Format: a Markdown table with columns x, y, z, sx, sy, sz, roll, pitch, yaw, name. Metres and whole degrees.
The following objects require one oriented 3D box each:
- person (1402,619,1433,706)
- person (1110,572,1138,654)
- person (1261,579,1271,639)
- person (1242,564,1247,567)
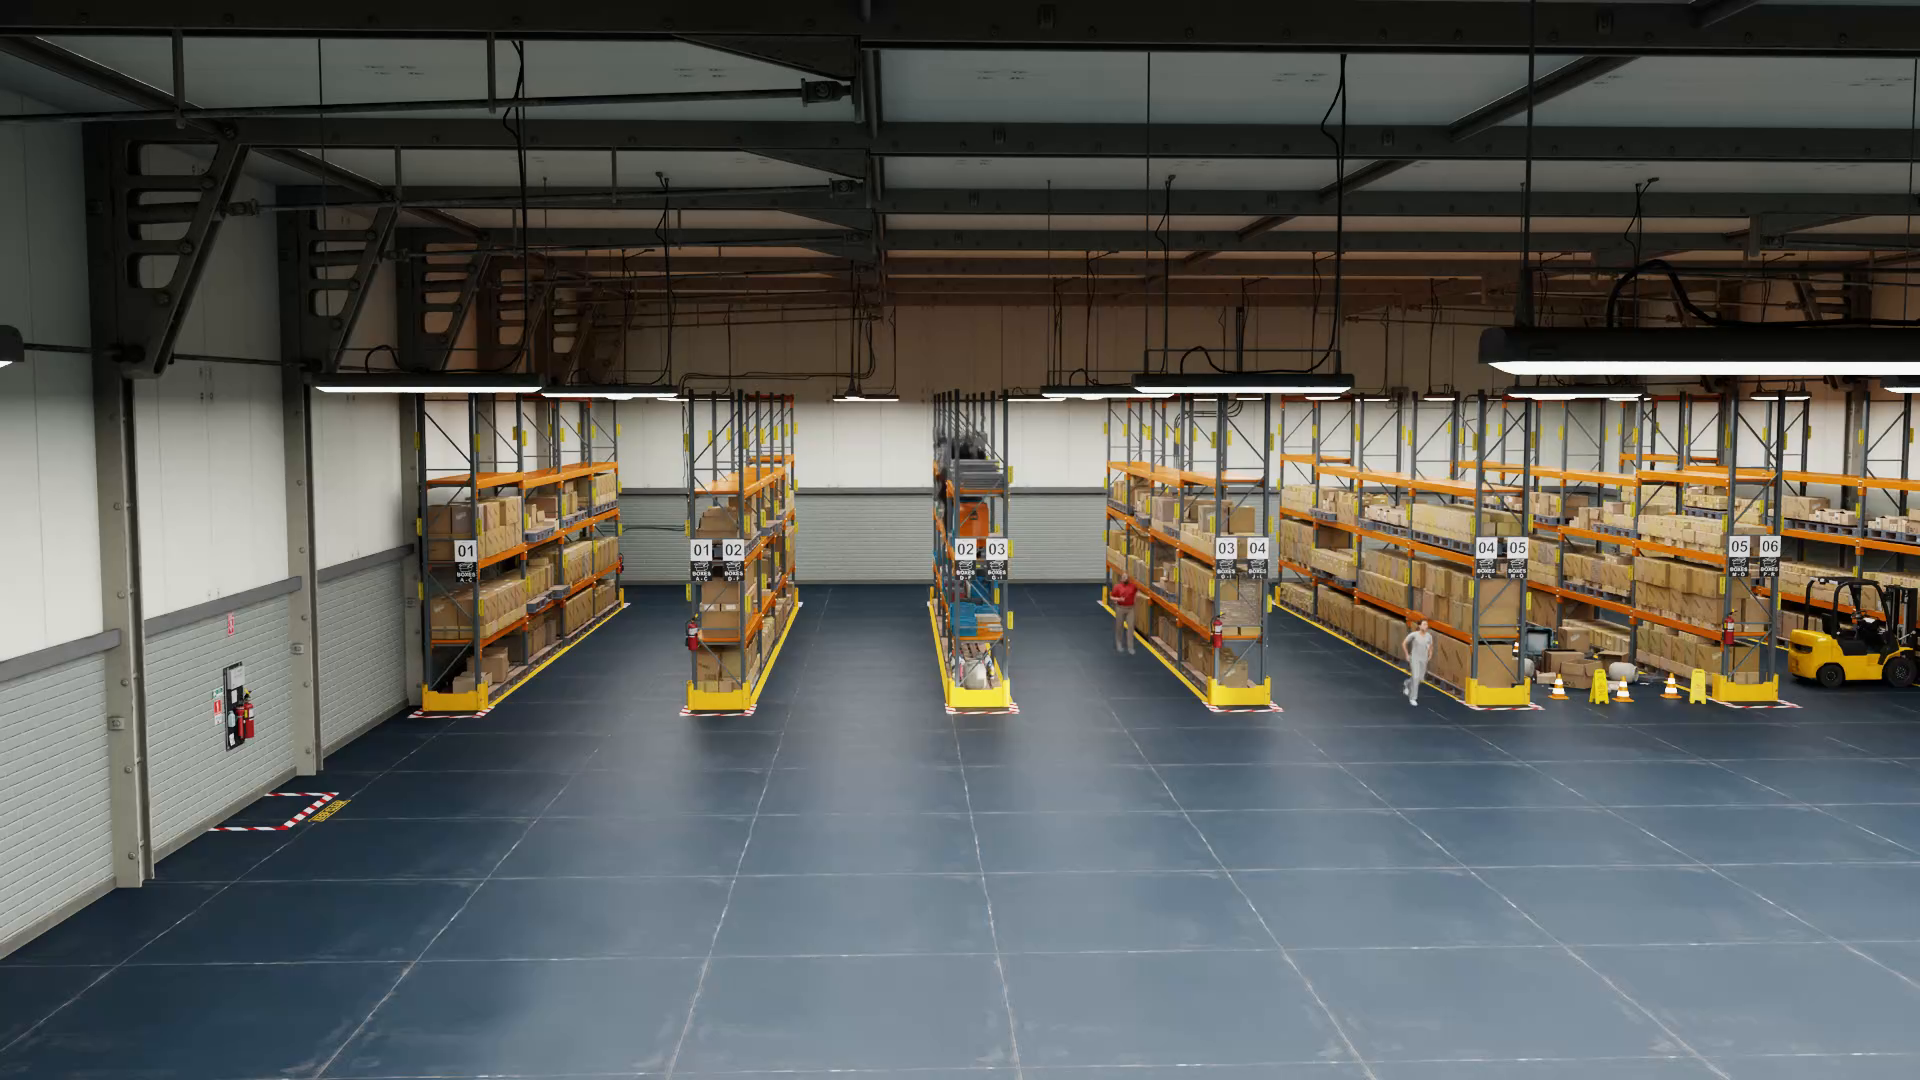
| x | y | z | sx | sy | sz | roll | pitch | yaw | name |
| --- | --- | --- | --- | --- | --- | --- | --- | --- | --- |
| 8.808 | 2.319 | 31.995 | 0.605 | 1.642 | 0.736 | -1 | 5 | -10 | person |
| 3.613 | 1.598 | 36.386 | 0.659 | 1.779 | 0.898 | -1 | 5 | -7 | person |
| 7.371 | 1.517 | 40.885 | 0.698 | 1.753 | 0.948 | -1 | 5 | -13 | person |
| 7.946 | 1.155 | 46.657 | 0.509 | 1.548 | 0.579 | 0 | 5 | 2 | person |
